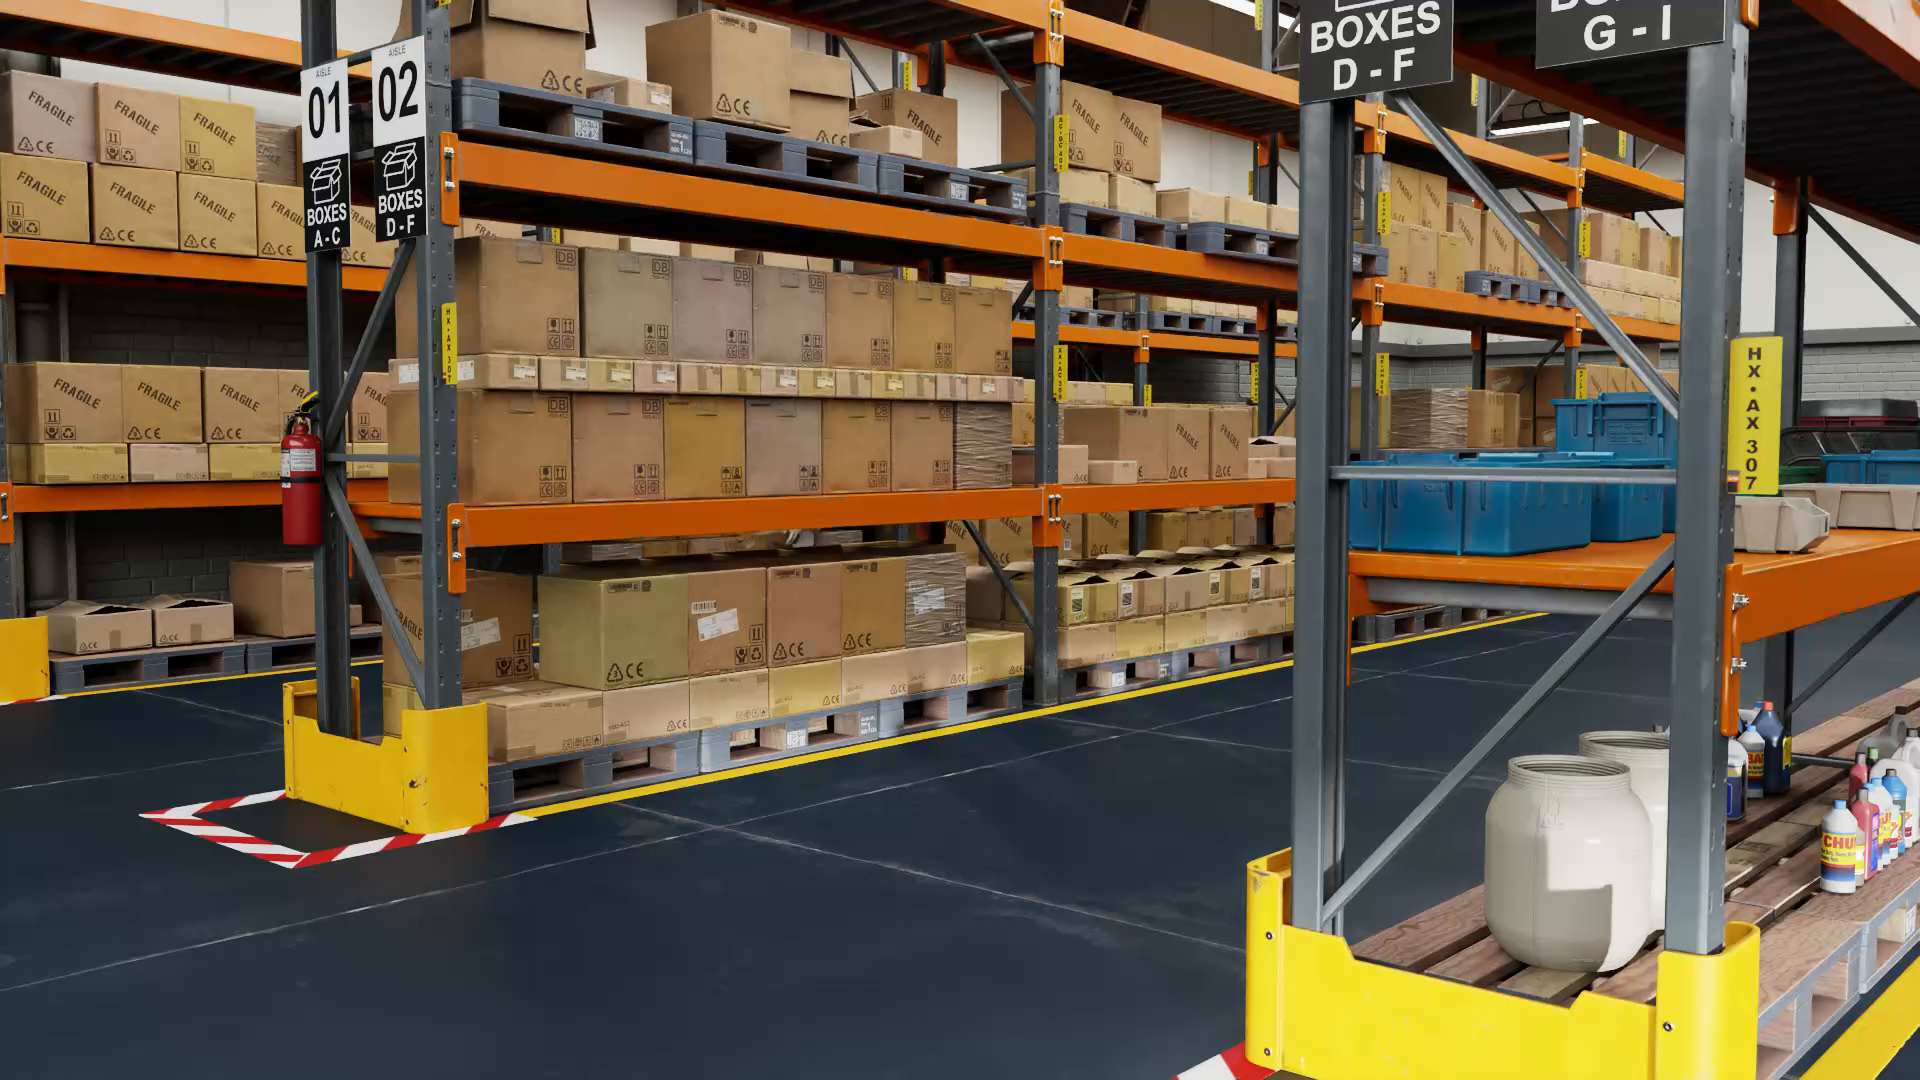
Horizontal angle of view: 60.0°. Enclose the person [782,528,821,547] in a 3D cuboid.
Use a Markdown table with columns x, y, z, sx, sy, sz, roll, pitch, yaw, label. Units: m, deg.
| x | y | z | sx | sy | sz | roll | pitch | yaw | label |
| --- | --- | --- | --- | --- | --- | --- | --- | --- | --- |
| -1.275 | -0.062 | 12.472 | 0.537 | 1.791 | 0.449 | 3 | 5 | 40 | person |
